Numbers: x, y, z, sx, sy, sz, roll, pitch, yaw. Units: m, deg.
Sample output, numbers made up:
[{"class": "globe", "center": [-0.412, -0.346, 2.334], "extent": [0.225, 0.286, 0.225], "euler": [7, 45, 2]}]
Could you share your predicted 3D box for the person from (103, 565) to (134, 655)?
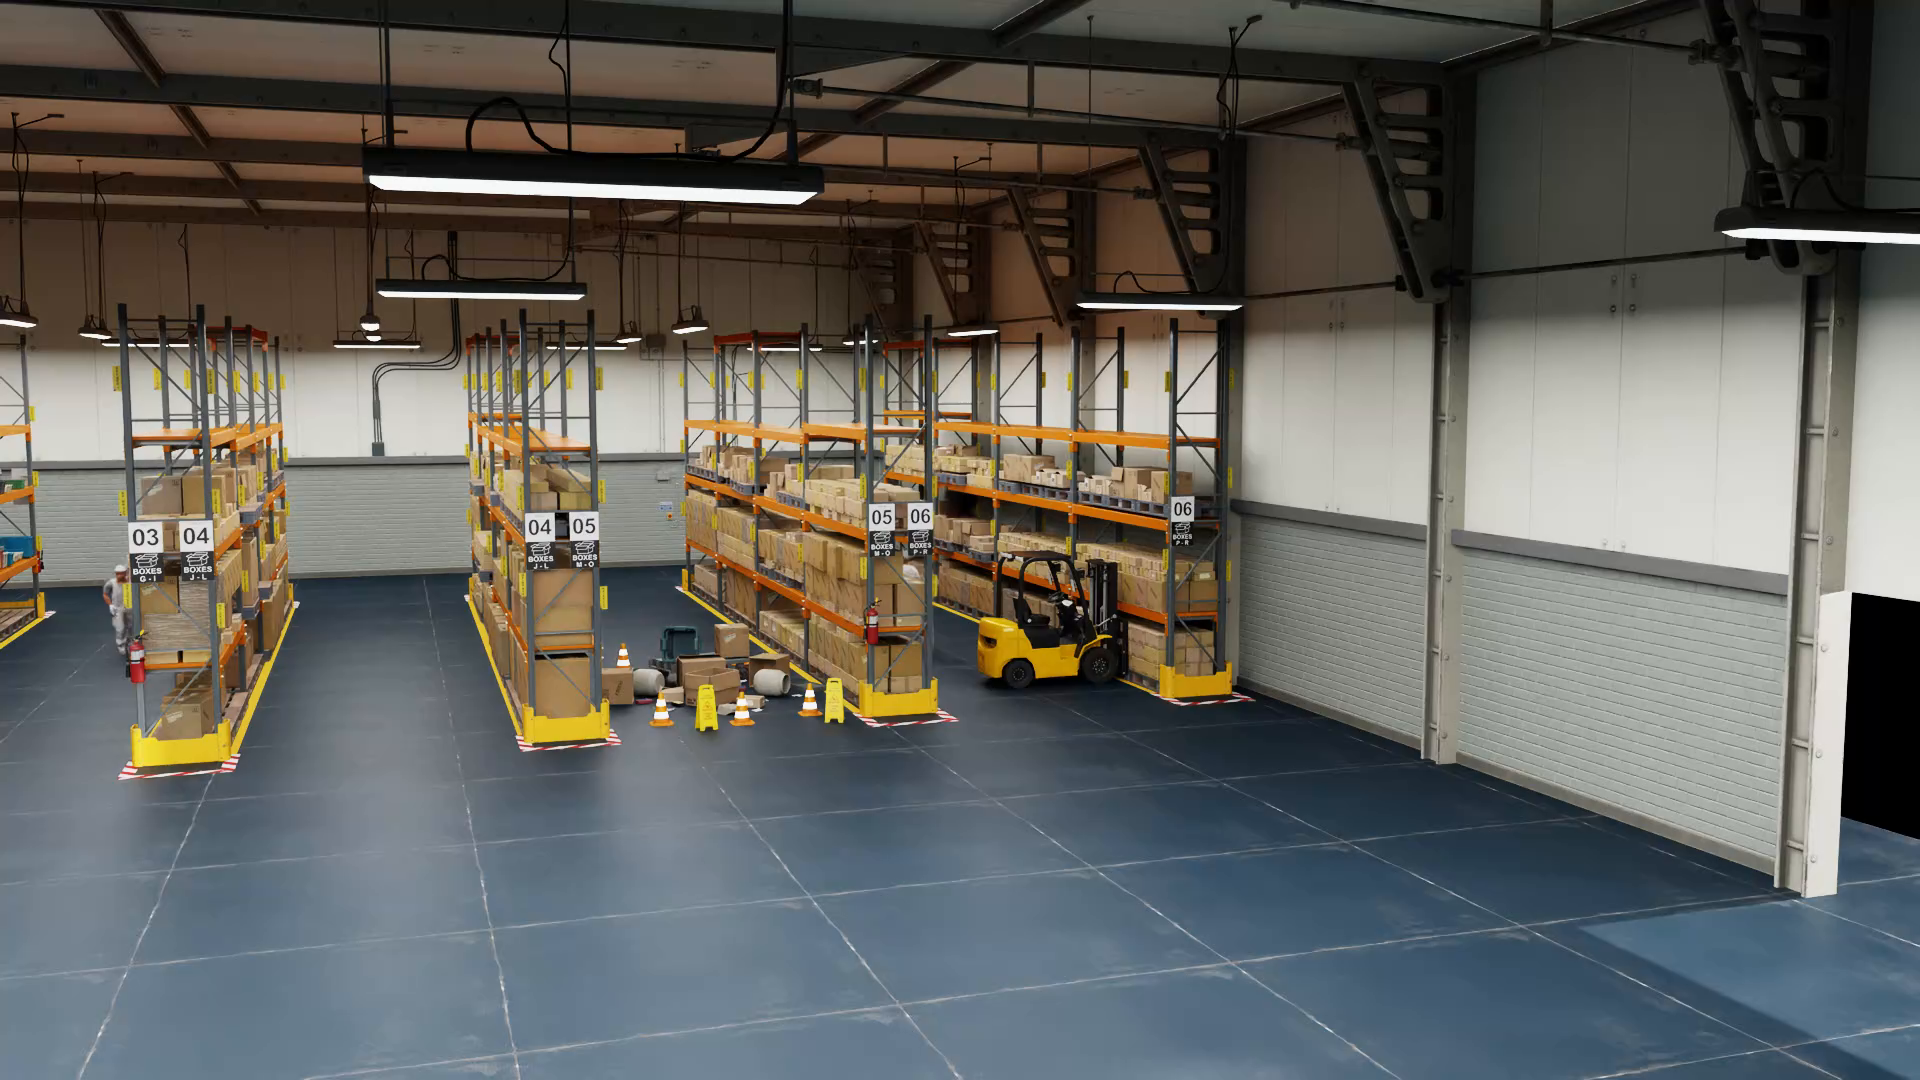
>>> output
[{"class": "person", "center": [-15.370, 1.270, 30.529], "extent": [0.655, 1.694, 0.870], "euler": [-5, 7, -40]}]

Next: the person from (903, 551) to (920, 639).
[{"class": "person", "center": [-1.087, 1.080, 32.033], "extent": [0.678, 1.750, 0.926], "euler": [-2, 6, -23]}]
